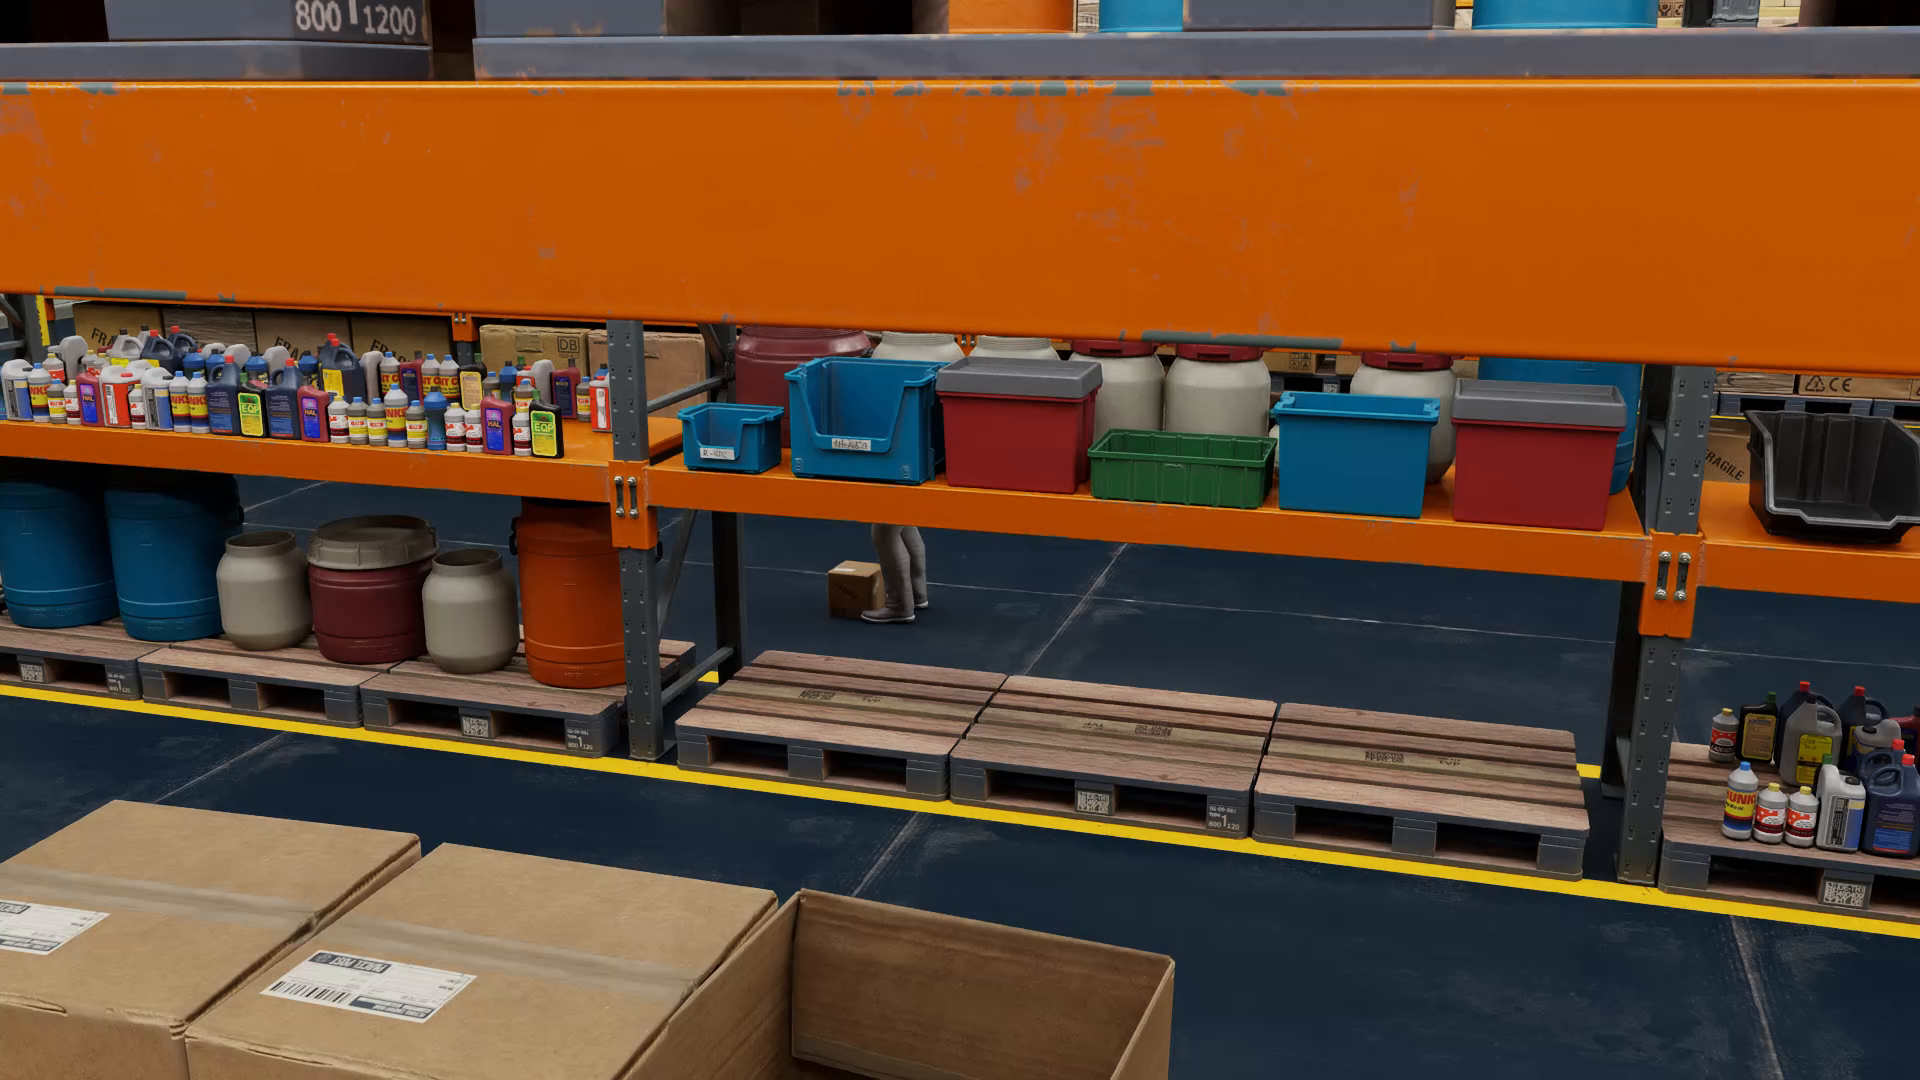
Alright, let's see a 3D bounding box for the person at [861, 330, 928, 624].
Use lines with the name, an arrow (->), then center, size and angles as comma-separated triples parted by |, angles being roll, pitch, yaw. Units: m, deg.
person -> -0.339, -0.388, 8.947 | 0.392, 1.663, 0.528 | 4, 16, 14
